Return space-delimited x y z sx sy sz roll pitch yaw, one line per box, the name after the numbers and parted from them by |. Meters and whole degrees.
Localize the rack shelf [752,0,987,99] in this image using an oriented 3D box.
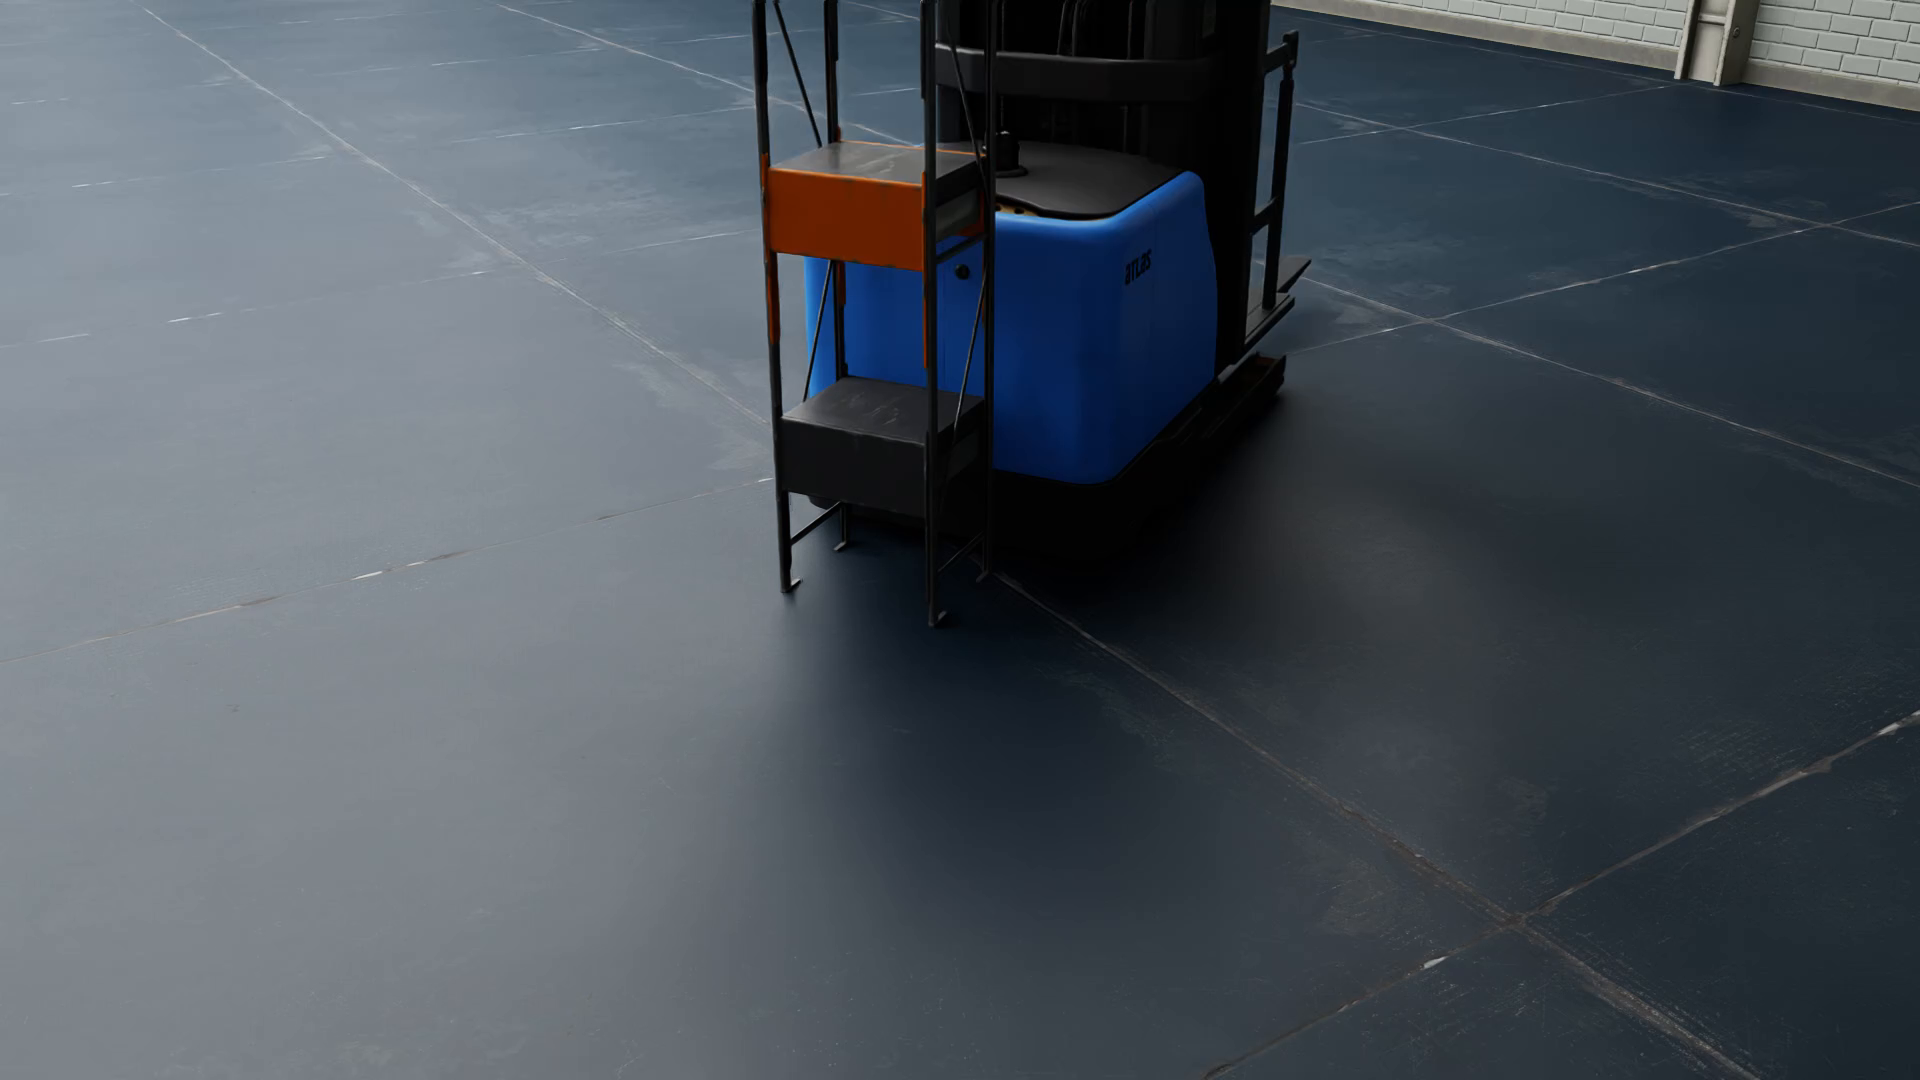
-0.216 -1.442 4.238 0.480 0.518 0.431 12 28 23 | rack shelf

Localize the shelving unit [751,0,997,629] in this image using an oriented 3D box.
-0.216 -0.822 4.531 0.503 2.100 0.431 12 28 23 | shelving unit

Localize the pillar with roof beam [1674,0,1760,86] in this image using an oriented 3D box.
2.103 -6.575 8.636 9.100 9.000 0.400 -16 29 -30 | pillar with roof beam

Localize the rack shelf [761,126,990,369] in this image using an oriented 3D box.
-0.216 -0.809 4.536 0.480 0.518 0.431 12 28 23 | rack shelf

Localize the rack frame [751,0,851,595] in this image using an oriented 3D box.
-0.436 -0.866 4.626 0.015 2.100 0.400 12 28 23 | rack frame

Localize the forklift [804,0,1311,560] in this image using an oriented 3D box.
0.603 -1.864 5.764 1.130 2.935 3.031 12 28 23 | forklift

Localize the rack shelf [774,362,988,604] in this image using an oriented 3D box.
-0.216 -0.176 4.835 0.480 0.518 0.431 12 28 23 | rack shelf

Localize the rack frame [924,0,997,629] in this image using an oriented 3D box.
0.004 -0.777 4.435 0.015 2.100 0.400 12 28 23 | rack frame
